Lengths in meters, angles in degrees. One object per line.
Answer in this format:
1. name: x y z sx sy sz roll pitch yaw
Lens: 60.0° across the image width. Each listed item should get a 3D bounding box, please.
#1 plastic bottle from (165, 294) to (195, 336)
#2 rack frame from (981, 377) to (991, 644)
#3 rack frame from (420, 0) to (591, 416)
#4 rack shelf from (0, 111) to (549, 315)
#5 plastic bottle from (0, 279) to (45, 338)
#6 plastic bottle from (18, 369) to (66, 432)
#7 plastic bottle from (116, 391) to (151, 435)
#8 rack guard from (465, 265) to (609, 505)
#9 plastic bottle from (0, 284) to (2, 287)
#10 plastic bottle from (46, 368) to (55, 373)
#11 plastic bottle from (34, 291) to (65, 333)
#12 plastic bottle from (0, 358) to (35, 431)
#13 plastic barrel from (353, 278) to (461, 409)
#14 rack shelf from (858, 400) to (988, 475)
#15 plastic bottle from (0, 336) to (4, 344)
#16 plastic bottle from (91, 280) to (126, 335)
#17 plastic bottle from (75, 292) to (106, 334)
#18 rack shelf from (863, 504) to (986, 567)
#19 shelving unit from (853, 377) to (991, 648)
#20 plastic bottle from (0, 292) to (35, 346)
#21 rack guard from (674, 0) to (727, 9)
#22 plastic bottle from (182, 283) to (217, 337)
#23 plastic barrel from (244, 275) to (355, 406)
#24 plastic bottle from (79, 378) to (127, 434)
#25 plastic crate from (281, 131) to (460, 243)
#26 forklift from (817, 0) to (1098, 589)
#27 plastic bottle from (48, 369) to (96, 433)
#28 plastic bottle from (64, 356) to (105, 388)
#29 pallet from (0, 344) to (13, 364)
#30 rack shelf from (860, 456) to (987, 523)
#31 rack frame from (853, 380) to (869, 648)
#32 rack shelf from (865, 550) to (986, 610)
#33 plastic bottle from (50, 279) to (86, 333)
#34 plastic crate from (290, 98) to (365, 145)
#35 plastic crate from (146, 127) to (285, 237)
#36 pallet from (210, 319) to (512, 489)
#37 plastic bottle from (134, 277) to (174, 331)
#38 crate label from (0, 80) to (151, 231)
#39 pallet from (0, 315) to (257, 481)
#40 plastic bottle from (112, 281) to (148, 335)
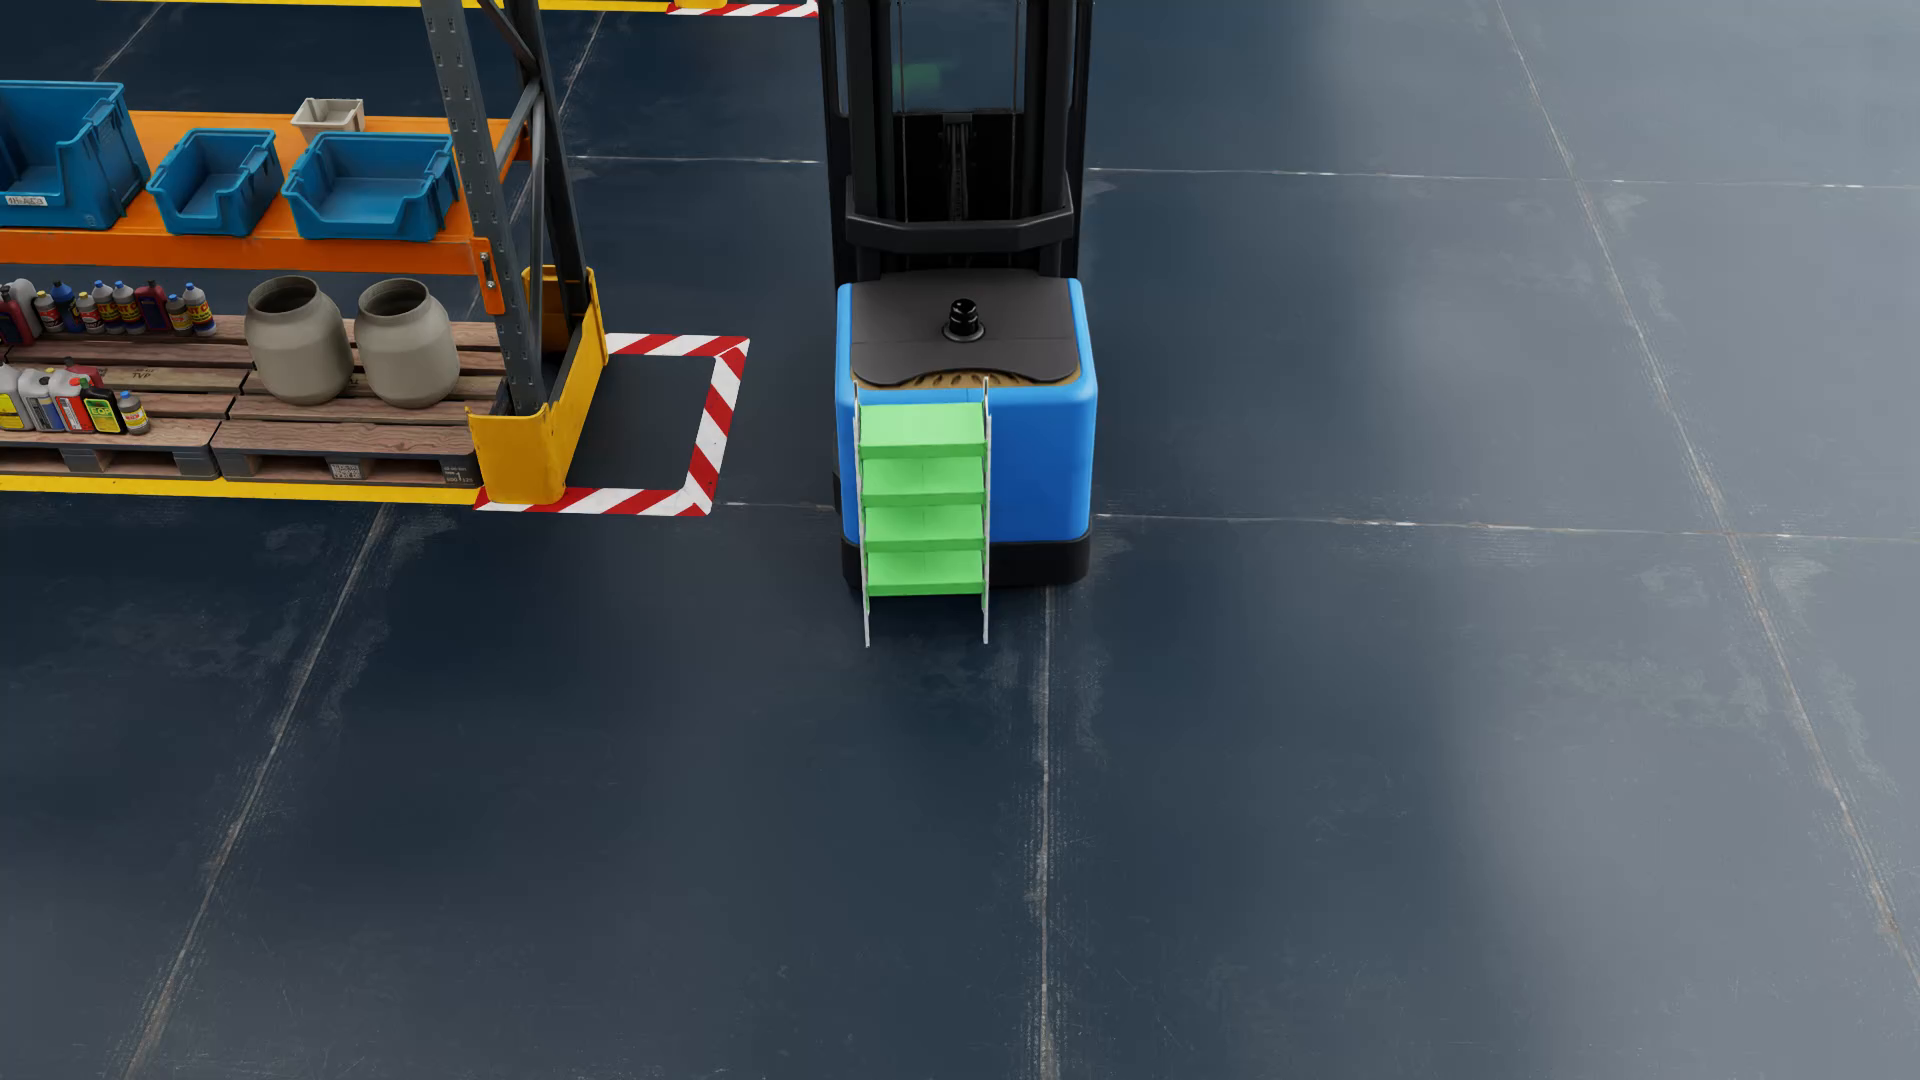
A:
1. plastic bottle: -3.775 -1.095 8.041 0.097 0.201 0.097 0 43 0
2. rack frame: 0.102 -0.090 6.551 0.015 1.200 0.240 -2 43 -2
3. rack frame: -1.874 -1.687 6.946 0.127 3.000 1.000 2 43 2
4. rack shelf: -3.872 -1.485 7.257 4.000 0.370 1.077 2 43 2
5. plastic bottle: -4.537 -1.127 8.020 0.135 0.276 0.152 2 43 3
6. plastic bottle: -4.118 -0.640 7.497 0.135 0.276 0.152 1 43 1
7. plastic bottle: -3.729 -0.582 7.490 0.097 0.201 0.097 0 43 0
8. rack guard: -1.952 -0.743 7.766 0.348 0.500 1.175 2 43 2
9. plastic bottle: -4.700 -1.162 8.003 0.185 0.351 0.144 2 43 2
10. plastic bottle: -4.131 -0.698 7.614 0.097 0.201 0.097 0 43 0
11. plastic bottle: -4.418 -1.115 8.062 0.097 0.201 0.097 0 43 0
12. plastic bottle: -4.284 -0.670 7.474 0.185 0.351 0.144 3 43 4
13. plastic barrel: -2.535 -0.899 7.616 0.421 0.512 0.421 0 43 0
14. rack shelf: -0.142 -0.387 6.259 0.480 0.148 0.258 -2 43 -2
15. plastic bottle: -4.679 -1.067 7.950 0.133 0.283 0.061 2 43 2
16. plastic bottle: -4.114 -1.131 8.028 0.097 0.271 0.097 0 43 0
17. plastic bottle: -4.213 -1.109 8.055 0.097 0.201 0.097 0 43 0
18. rack shelf: -0.142 -0.036 6.587 0.480 0.148 0.258 -2 43 -2
19. shelving unit: -0.142 -0.083 6.544 0.503 1.200 0.258 -2 43 -2
20. plastic bottle: -4.542 -1.057 7.940 0.133 0.283 0.061 2 43 2
21. rack guard: -1.727 -4.147 11.421 0.348 0.500 1.175 2 43 2
22. plastic bottle: -3.672 -1.118 8.013 0.097 0.271 0.097 0 43 0
23. plastic barrel: -3.036 -0.914 7.633 0.421 0.512 0.421 0 43 0
24. plastic bottle: -3.846 -0.603 7.452 0.133 0.283 0.061 3 43 3
25. plastic crate: -2.388 -1.444 6.794 0.616 0.251 0.499 2 43 2
26. forklift: -0.029 -1.854 7.175 1.130 2.935 3.031 -2 43 -2
27. plastic bottle: -3.979 -0.636 7.493 0.135 0.276 0.152 2 43 2
28. plastic bottle: -3.975 -0.711 7.568 0.133 0.283 0.061 2 43 2
29. pallet: -5.201 -0.741 7.975 1.213 0.211 1.003 2 43 2
30. rack shelf: -0.142 -0.212 6.423 0.480 0.148 0.258 -2 43 -2
31. rack frame: -0.386 -0.076 6.537 0.015 1.200 0.240 -2 43 -2
32. rack shelf: -0.142 0.139 6.752 0.480 0.148 0.258 -2 43 -2
33. plastic bottle: -4.316 -1.137 8.035 0.097 0.271 0.097 0 43 0
34. plastic crate: -2.754 -1.837 7.300 0.250 0.136 0.298 2 43 2
35. plastic crate: -3.036 -1.468 6.820 0.408 0.251 0.499 2 43 2
36. pallet: -2.764 -0.666 7.895 1.213 0.211 1.003 2 43 2
37. plastic bottle: -3.897 -1.141 8.030 0.133 0.283 0.061 2 43 3
38. crate label: -3.725 -1.572 6.797 0.616 0.435 0.502 2 43 2
39. pallet: -3.979 -0.705 7.937 1.213 0.211 1.003 2 43 2
40. plastic bottle: -4.014 -1.128 8.025 0.097 0.271 0.097 0 43 0
